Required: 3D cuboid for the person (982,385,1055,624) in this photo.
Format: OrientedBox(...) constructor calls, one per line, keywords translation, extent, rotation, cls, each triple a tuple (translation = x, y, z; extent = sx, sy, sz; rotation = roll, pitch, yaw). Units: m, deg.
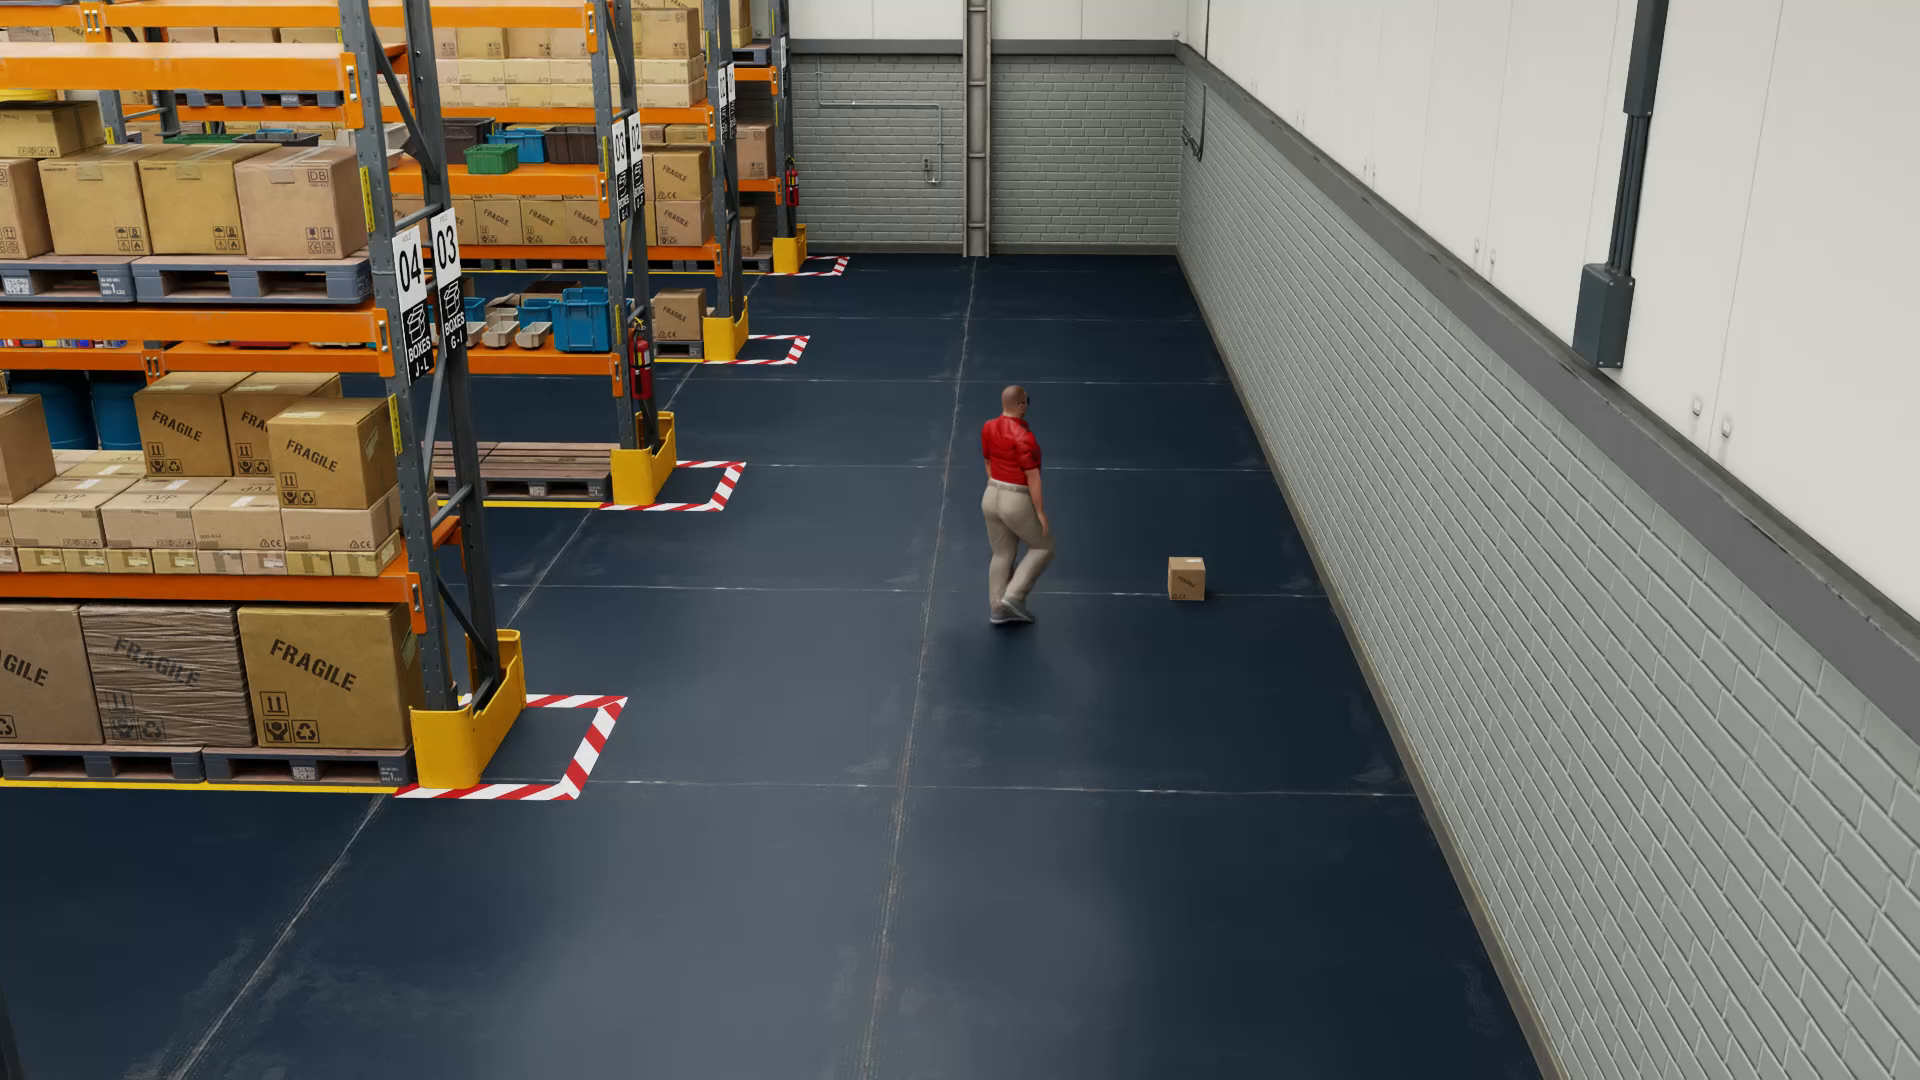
OrientedBox(translation=(0.402, -0.242, 11.698), extent=(0.461, 1.717, 0.646), rotation=(-17, 26, -38), cls="person")
